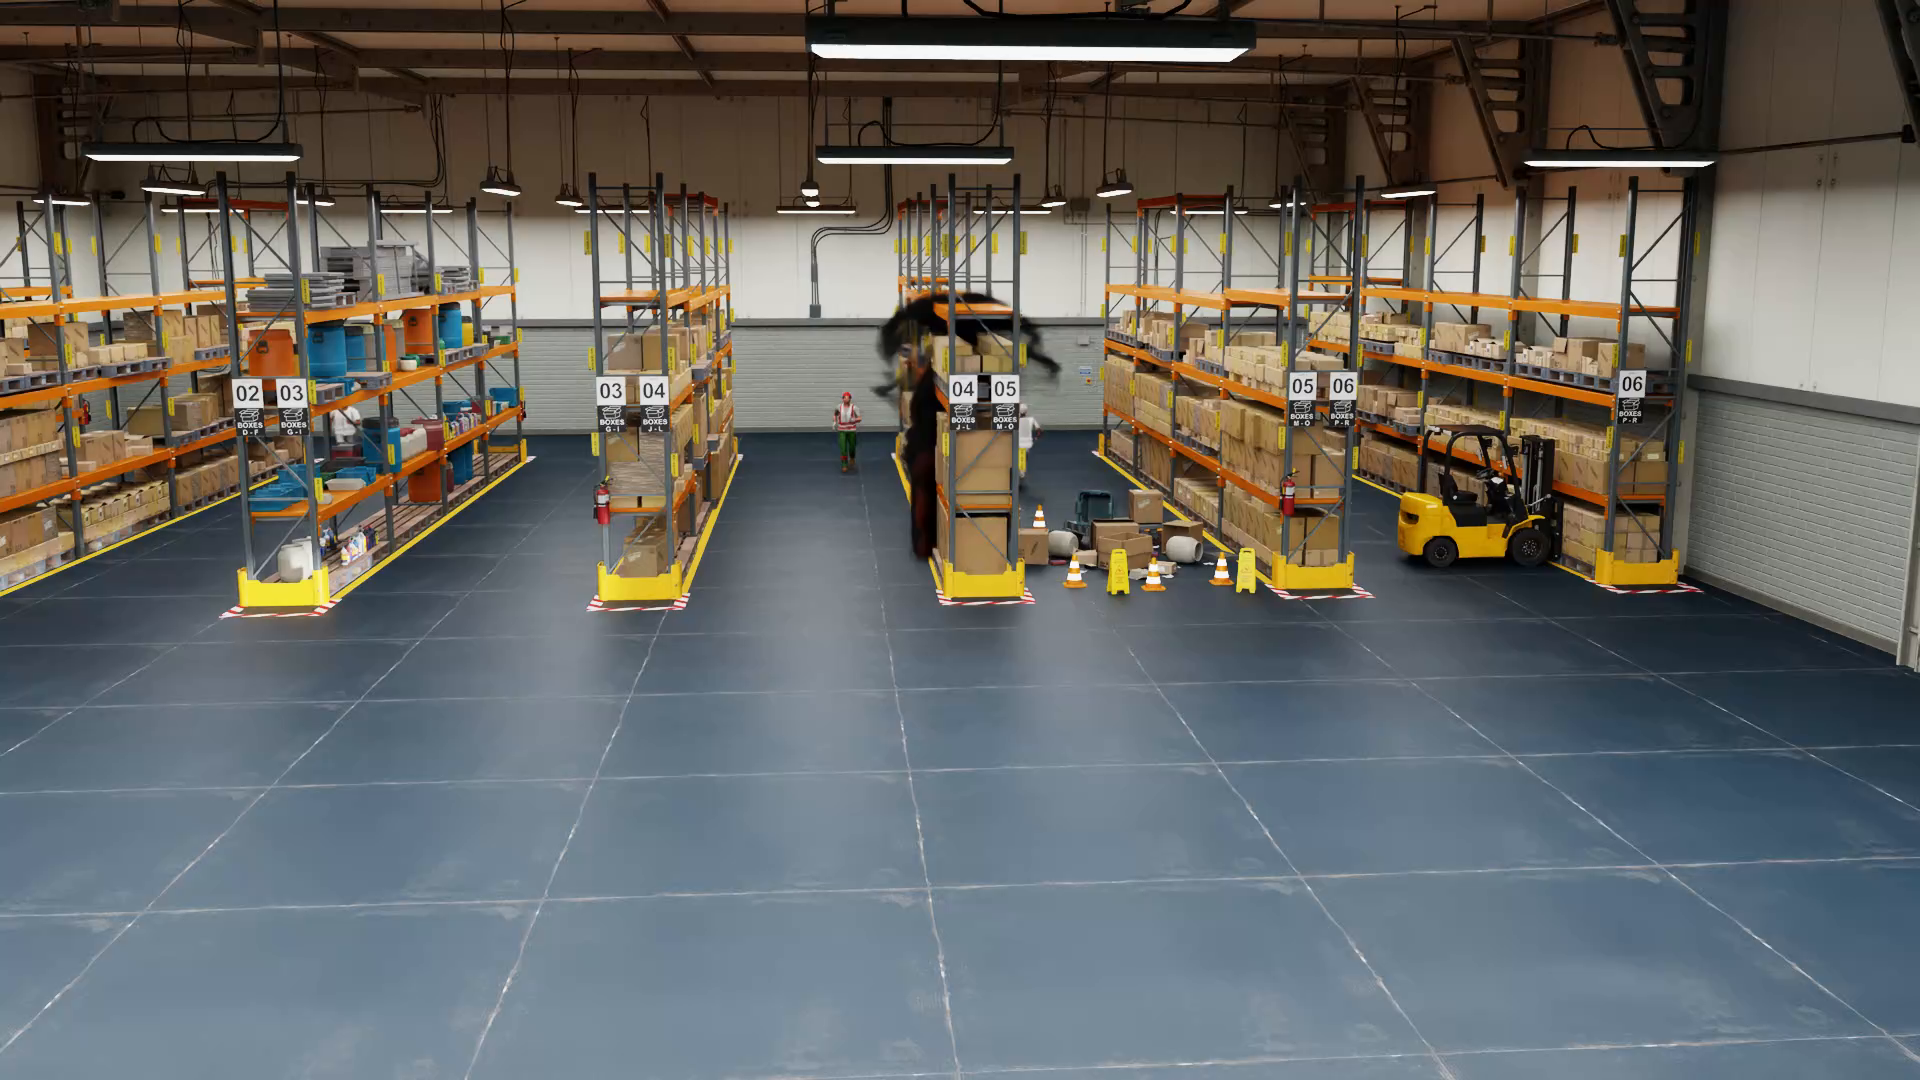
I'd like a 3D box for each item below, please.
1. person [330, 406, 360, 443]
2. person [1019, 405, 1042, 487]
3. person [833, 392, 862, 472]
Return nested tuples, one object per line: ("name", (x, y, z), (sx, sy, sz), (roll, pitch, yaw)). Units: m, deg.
("person", (-13.526, -2.294, 36.573), (0.677, 1.824, 0.805), (-3, 11, -17))
("person", (1.321, -1.953, 34.728), (0.714, 1.751, 0.804), (-3, 10, -14))
("person", (-2.538, -2.445, 37.371), (0.667, 1.768, 0.970), (0, 10, 0))
